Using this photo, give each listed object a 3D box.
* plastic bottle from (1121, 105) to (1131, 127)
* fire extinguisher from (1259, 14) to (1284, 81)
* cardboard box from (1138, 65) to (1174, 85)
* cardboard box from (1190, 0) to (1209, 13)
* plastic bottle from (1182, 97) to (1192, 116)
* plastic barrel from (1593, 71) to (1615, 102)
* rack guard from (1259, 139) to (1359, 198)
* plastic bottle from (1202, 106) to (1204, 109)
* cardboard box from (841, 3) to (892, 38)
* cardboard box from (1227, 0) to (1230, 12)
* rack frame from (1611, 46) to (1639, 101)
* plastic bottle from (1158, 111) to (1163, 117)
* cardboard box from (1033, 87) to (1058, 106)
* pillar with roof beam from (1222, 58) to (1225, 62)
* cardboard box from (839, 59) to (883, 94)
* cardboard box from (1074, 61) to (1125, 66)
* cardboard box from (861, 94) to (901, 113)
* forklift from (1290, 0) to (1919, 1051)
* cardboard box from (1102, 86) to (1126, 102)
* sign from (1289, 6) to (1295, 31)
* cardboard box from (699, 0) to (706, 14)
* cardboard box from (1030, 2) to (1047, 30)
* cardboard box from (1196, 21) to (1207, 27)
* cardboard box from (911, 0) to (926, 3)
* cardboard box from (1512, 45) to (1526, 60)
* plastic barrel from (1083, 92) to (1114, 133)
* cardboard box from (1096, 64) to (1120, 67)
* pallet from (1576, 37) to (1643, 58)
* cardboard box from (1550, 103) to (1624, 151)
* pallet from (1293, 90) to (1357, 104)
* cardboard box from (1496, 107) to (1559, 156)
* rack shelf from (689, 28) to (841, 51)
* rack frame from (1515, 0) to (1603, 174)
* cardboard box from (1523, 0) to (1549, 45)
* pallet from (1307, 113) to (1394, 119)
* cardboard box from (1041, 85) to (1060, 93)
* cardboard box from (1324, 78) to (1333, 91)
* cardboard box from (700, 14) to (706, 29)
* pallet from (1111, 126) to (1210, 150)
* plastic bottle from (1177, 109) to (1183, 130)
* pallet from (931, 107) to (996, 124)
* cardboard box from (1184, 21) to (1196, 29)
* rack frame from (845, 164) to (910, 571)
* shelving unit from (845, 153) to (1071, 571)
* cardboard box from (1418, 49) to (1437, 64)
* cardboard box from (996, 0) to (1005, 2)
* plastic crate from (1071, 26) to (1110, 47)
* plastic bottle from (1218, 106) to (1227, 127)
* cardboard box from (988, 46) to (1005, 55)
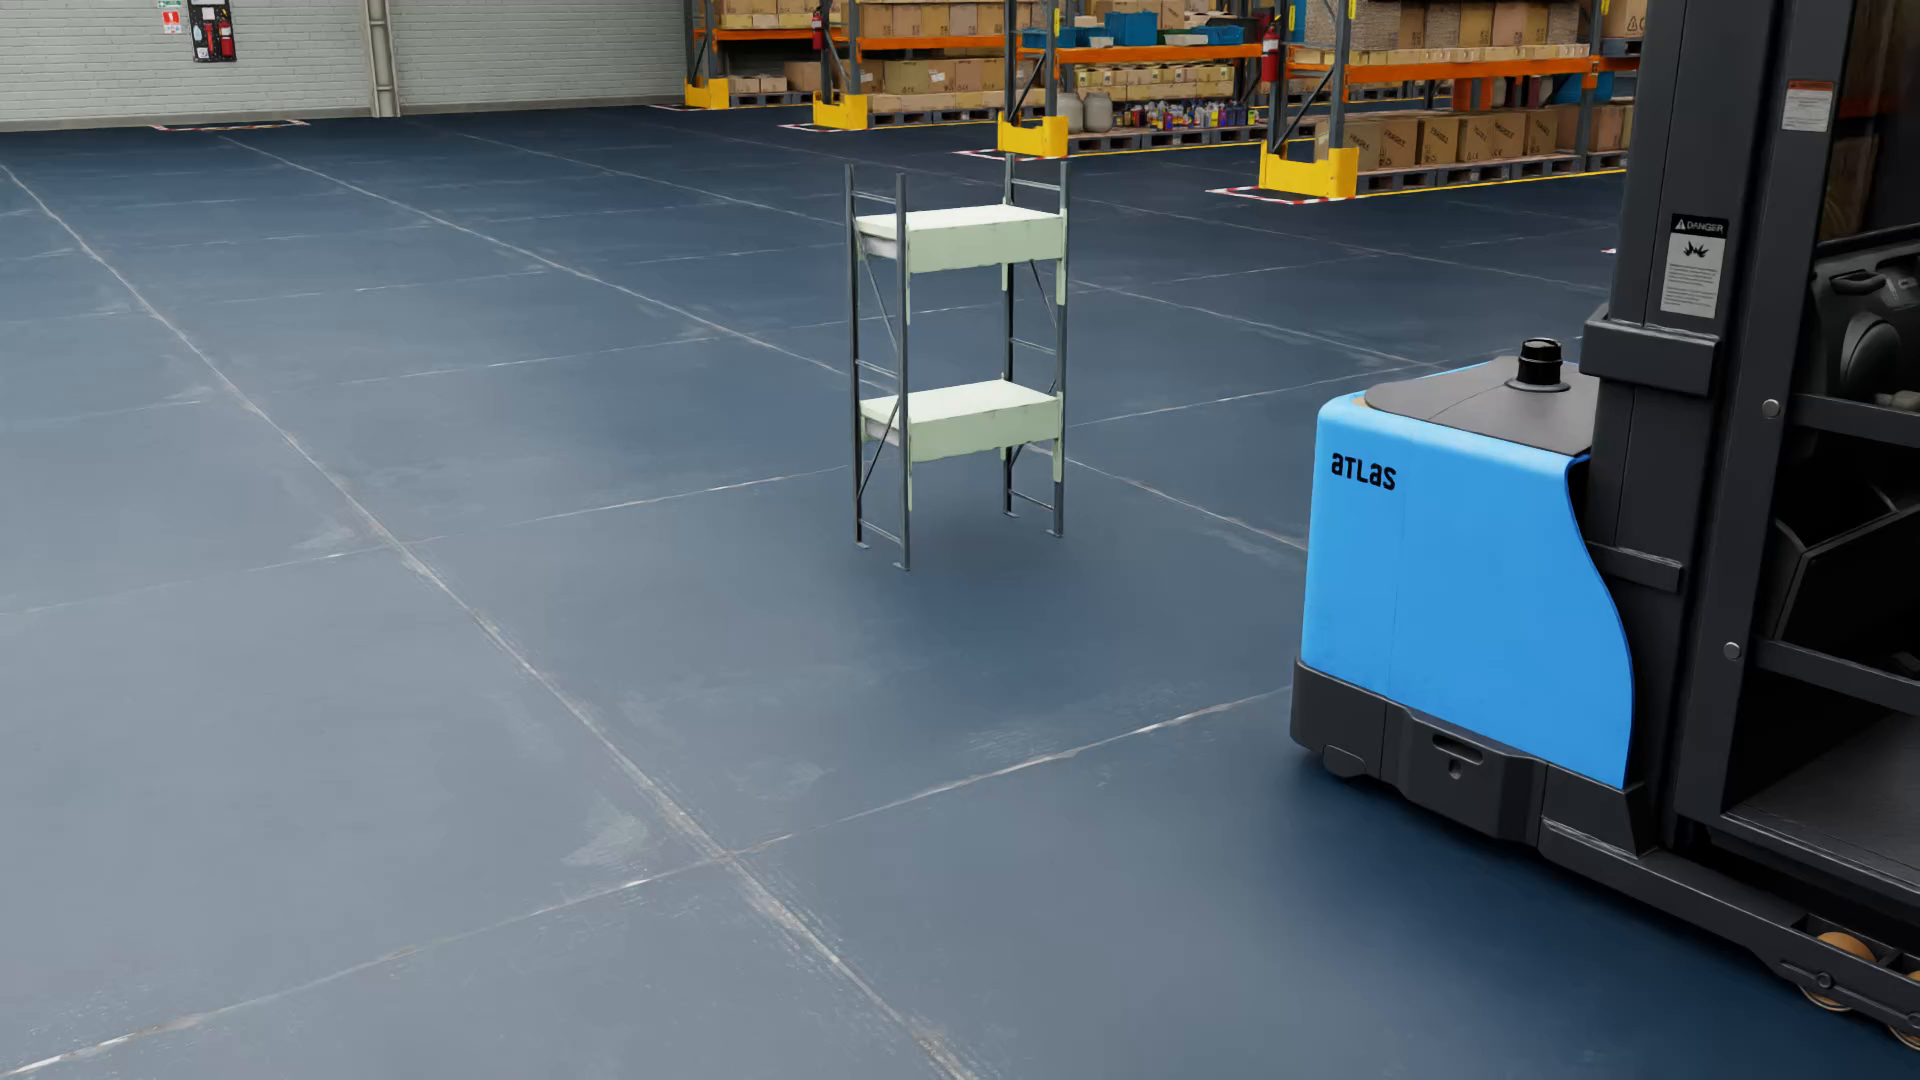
[{"bbox_3d":[2.284,-5.835,22.874,0.133,0.283,0.061,-11,22,-30],"label":"plastic bottle"},{"bbox_3d":[3.279,-5.189,17.529,0.183,0.674,0.296,-12,22,-31],"label":"fire extinguisher"},{"bbox_3d":[3.289,-7.916,28.239,0.500,0.311,0.500,-11,22,-30],"label":"cardboard box"},{"bbox_3d":[4.809,-11.167,34.441,0.500,0.500,0.500,-12,22,-31],"label":"cardboard box"},{"bbox_3d":[3.184,-6.041,23.378,0.185,0.351,0.144,-13,23,-34],"label":"plastic bottle"},{"bbox_3d":[10.462,-7.674,27.382,0.708,0.901,0.600,-12,22,-31],"label":"plastic barrel"},{"bbox_3d":[3.691,-3.951,17.652,0.348,0.500,1.175,-12,22,-31],"label":"rack guard"},{"bbox_3d":[3.357,-5.815,22.815,0.133,0.283,0.061,-12,22,-31],"label":"plastic bottle"},{"bbox_3d":[-1.421,-7.899,25.269,0.500,0.500,0.700,-12,22,-31],"label":"cardboard box"},{"bbox_3d":[5.939,-11.444,35.443,0.700,0.700,0.980,-12,22,-31],"label":"cardboard box"},{"bbox_3d":[10.926,-8.561,27.383,0.127,3.000,1.000,-12,22,-31],"label":"rack frame"},{"bbox_3d":[2.777,-5.838,23.011,0.097,0.201,0.097,0,19,0],"label":"plastic bottle"},{"bbox_3d":[1.256,-7.233,27.094,0.500,0.250,0.500,-12,22,-31],"label":"cardboard box"},{"bbox_3d":[7.954,-13.256,31.903,0.400,9.000,9.100,-12,22,-31],"label":"pillar with roof beam"},{"bbox_3d":[-1.533,-7.198,25.819,0.500,0.500,0.500,-12,22,-31],"label":"cardboard box"},{"bbox_3d":[2.823,-9.781,33.693,0.750,0.750,0.750,-12,22,-32],"label":"cardboard box"},{"bbox_3d":[-1.247,-6.704,25.528,0.500,0.250,0.500,-12,22,-31],"label":"cardboard box"},{"bbox_3d":[2.273,-0.482,3.594,1.130,2.935,3.031,-14,23,-36],"label":"forklift"},{"bbox_3d":[2.424,-7.468,27.788,0.500,0.250,0.500,-11,22,-30],"label":"cardboard box"},{"bbox_3d":[4.538,-7.133,22.729,0.005,0.325,0.100,-12,22,-31],"label":"sign"},{"bbox_3d":[-4.268,-9.530,29.283,0.500,0.500,0.500,-12,22,-32],"label":"cardboard box"},{"bbox_3d":[1.156,-8.445,26.883,0.500,0.500,0.700,-13,22,-33],"label":"cardboard box"},{"bbox_3d":[4.265,-8.830,28.573,0.250,0.149,0.380,-12,22,-31],"label":"cardboard box"},{"bbox_3d":[-0.731,-8.273,25.364,0.250,0.149,0.380,-12,22,-32],"label":"cardboard box"},{"bbox_3d":[6.066,-5.439,18.542,0.250,0.149,0.380,-12,22,-31],"label":"cardboard box"},{"bbox_3d":[1.830,-5.692,22.126,0.421,0.512,0.421,0,19,0],"label":"plastic barrel"},{"bbox_3d":[2.553,-7.968,28.391,0.500,0.311,0.500,-12,22,-32],"label":"cardboard box"},{"bbox_3d":[7.687,-5.831,19.610,1.213,0.211,1.003,-12,22,-31],"label":"pallet"},{"bbox_3d":[7.493,-4.953,19.929,0.500,0.500,0.700,-14,23,-36],"label":"cardboard box"},{"bbox_3d":[6.526,-8.195,30.657,1.213,0.211,1.003,-12,22,-31],"label":"pallet"},{"bbox_3d":[6.612,-4.782,19.452,0.500,0.500,0.500,-13,22,-33],"label":"cardboard box"},{"bbox_3d":[-2.875,-9.108,30.126,4.000,0.370,1.077,-12,22,-31],"label":"rack shelf"},{"bbox_3d":[6.968,-5.827,19.296,0.127,3.000,1.000,-12,22,-31],"label":"rack frame"},{"bbox_3d":[6.122,-5.874,18.814,0.500,0.500,0.875,-12,22,-31],"label":"cardboard box"},{"bbox_3d":[5.899,-6.195,24.741,1.213,0.211,1.003,-12,22,-31],"label":"pallet"},{"bbox_3d":[1.710,-7.524,27.954,0.500,0.250,0.500,-12,22,-32],"label":"cardboard box"},{"bbox_3d":[6.690,-8.484,30.371,0.500,0.500,0.500,-13,23,-33],"label":"cardboard box"},{"bbox_3d":[-4.261,-9.169,29.387,0.500,0.250,0.500,-12,22,-31],"label":"cardboard box"},{"bbox_3d":[2.641,-5.507,22.705,1.213,0.211,1.003,-12,22,-31],"label":"pallet"},{"bbox_3d":[2.959,-5.677,22.426,0.097,0.271,0.097,0,19,0],"label":"plastic bottle"},{"bbox_3d":[-0.184,-6.811,26.561,1.213,0.211,1.003,-12,22,-31],"label":"pallet"},{"bbox_3d":[3.830,-8.823,28.551,0.250,0.149,0.380,-10,21,-27],"label":"cardboard box"},{"bbox_3d":[-0.311,-0.645,6.310,0.023,1.500,0.400,-12,22,-31],"label":"rack frame"},{"bbox_3d":[-0.006,-0.709,6.501,0.755,1.500,0.431,-12,22,-31],"label":"shelving unit"},{"bbox_3d":[4.843,-5.160,17.717,0.250,0.149,0.380,-12,22,-31],"label":"cardboard box"},{"bbox_3d":[0.563,-8.548,26.176,0.250,0.149,0.380,-12,22,-32],"label":"cardboard box"},{"bbox_3d":[1.703,-6.657,21.986,0.408,0.251,0.499,-12,22,-31],"label":"plastic crate"},{"bbox_3d":[3.591,-5.809,22.798,0.133,0.283,0.061,-10,21,-28],"label":"plastic bottle"},{"bbox_3d":[0.626,-9.569,32.411,0.500,0.250,0.500,-12,22,-32],"label":"cardboard box"}]
